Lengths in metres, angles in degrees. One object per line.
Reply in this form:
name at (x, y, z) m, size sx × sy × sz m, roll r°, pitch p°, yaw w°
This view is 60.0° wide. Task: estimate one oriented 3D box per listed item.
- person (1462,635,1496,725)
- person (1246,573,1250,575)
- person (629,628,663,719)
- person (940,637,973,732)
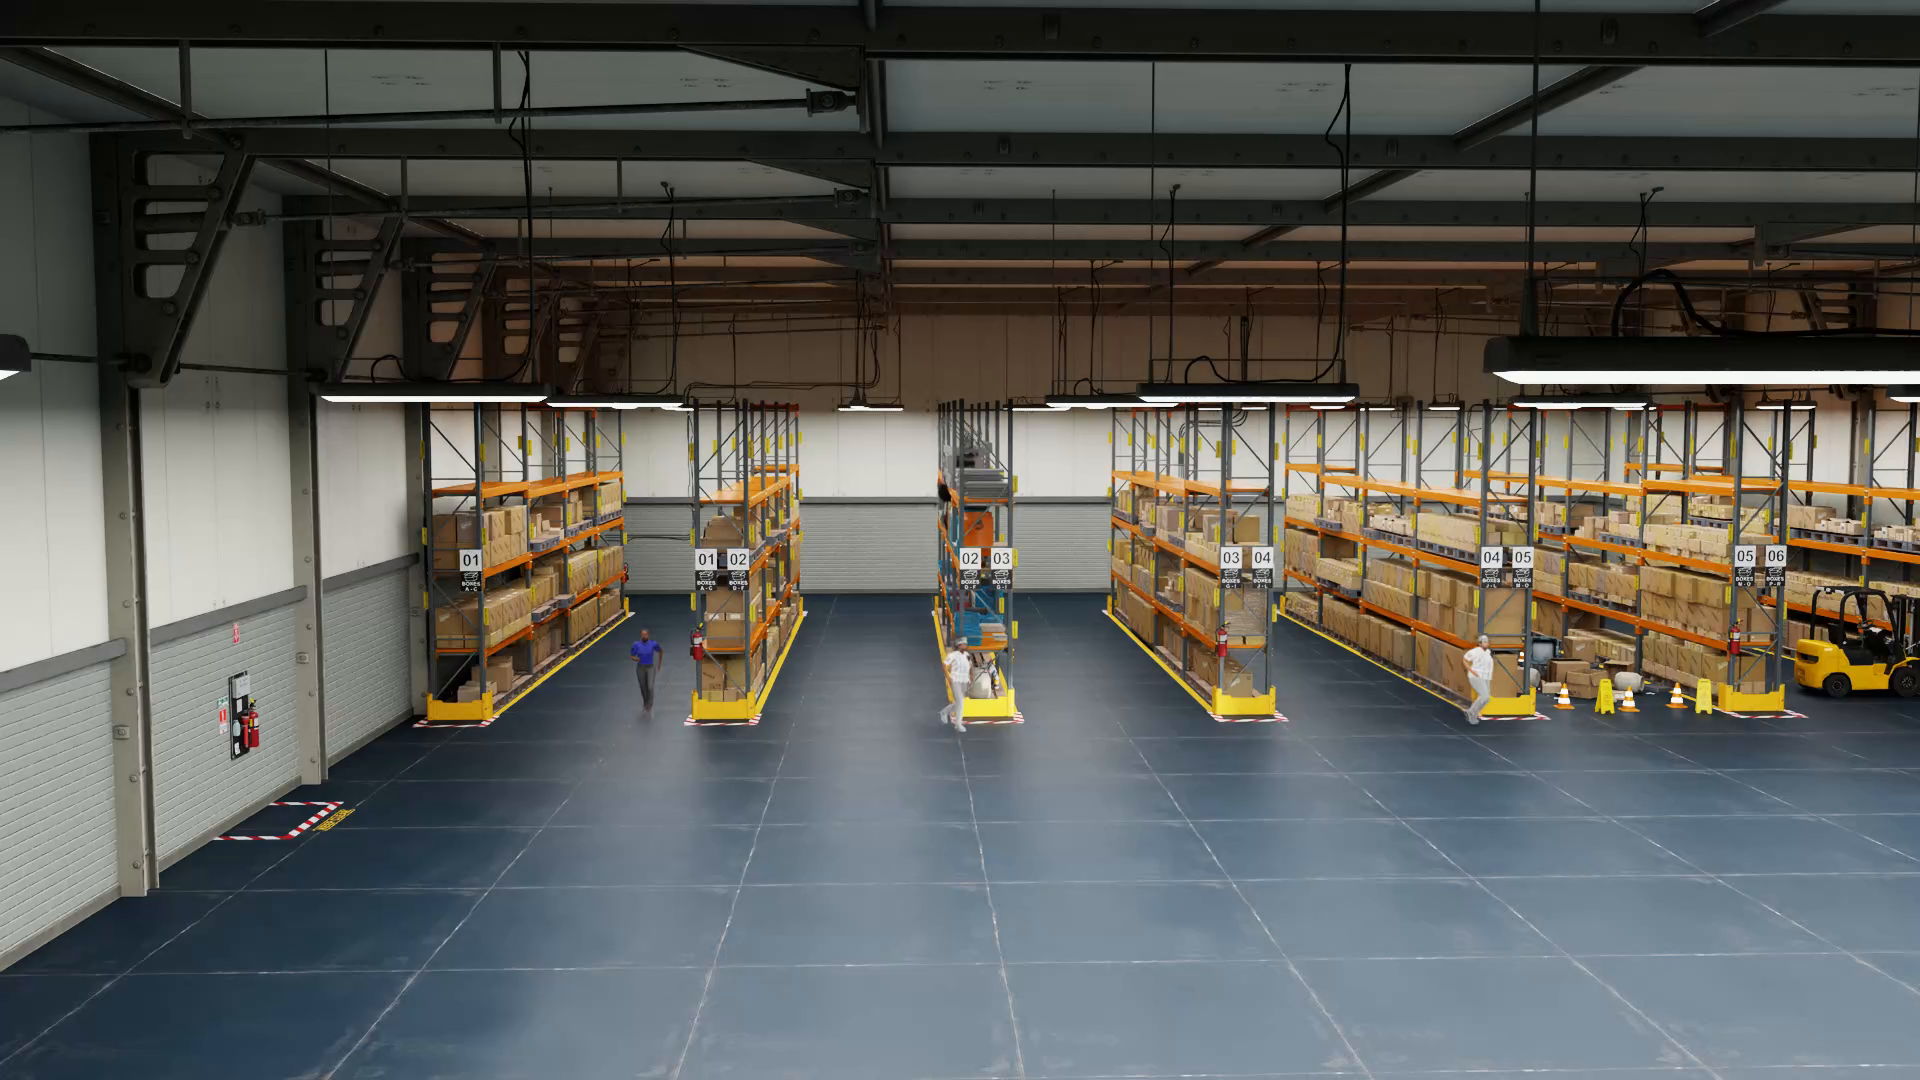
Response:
person at (9.616, 2.581, 30.636) m, size 0.636 × 1.651 × 0.560 m, roll -3°, pitch 5°, yaw -34°
person at (7.980, 1.300, 47.644) m, size 0.702 × 1.606 × 0.558 m, roll 3°, pitch 5°, yaw 33°
person at (-5.971, 2.510, 31.604) m, size 0.603 × 1.687 × 0.875 m, roll 0°, pitch 4°, yaw -3°
person at (-0.036, 2.604, 30.315) m, size 0.607 × 1.685 × 0.741 m, roll -4°, pitch 6°, yaw -43°
